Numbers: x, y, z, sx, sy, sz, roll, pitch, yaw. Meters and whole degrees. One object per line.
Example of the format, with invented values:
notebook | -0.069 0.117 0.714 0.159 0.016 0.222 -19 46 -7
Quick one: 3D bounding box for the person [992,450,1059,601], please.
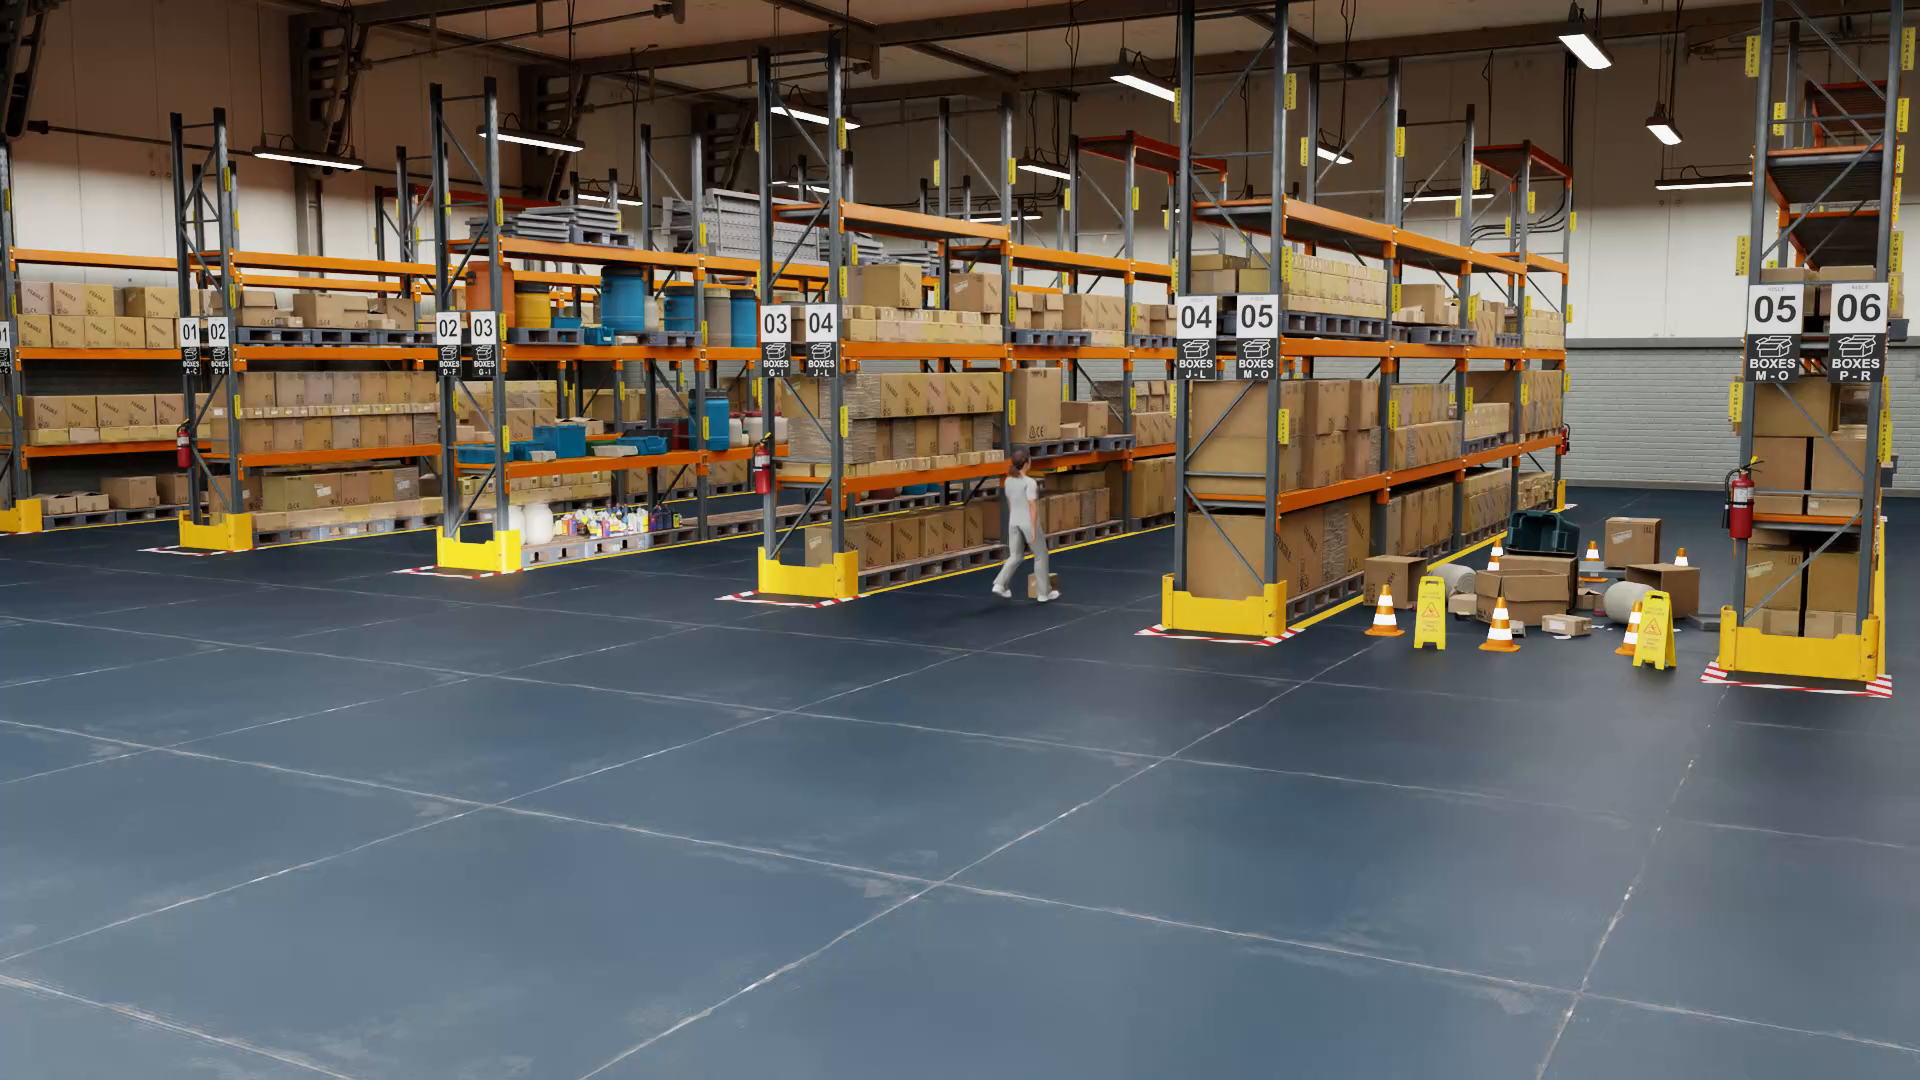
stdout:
person | 0.702 -0.148 17.756 0.446 1.637 0.857 5 8 38
